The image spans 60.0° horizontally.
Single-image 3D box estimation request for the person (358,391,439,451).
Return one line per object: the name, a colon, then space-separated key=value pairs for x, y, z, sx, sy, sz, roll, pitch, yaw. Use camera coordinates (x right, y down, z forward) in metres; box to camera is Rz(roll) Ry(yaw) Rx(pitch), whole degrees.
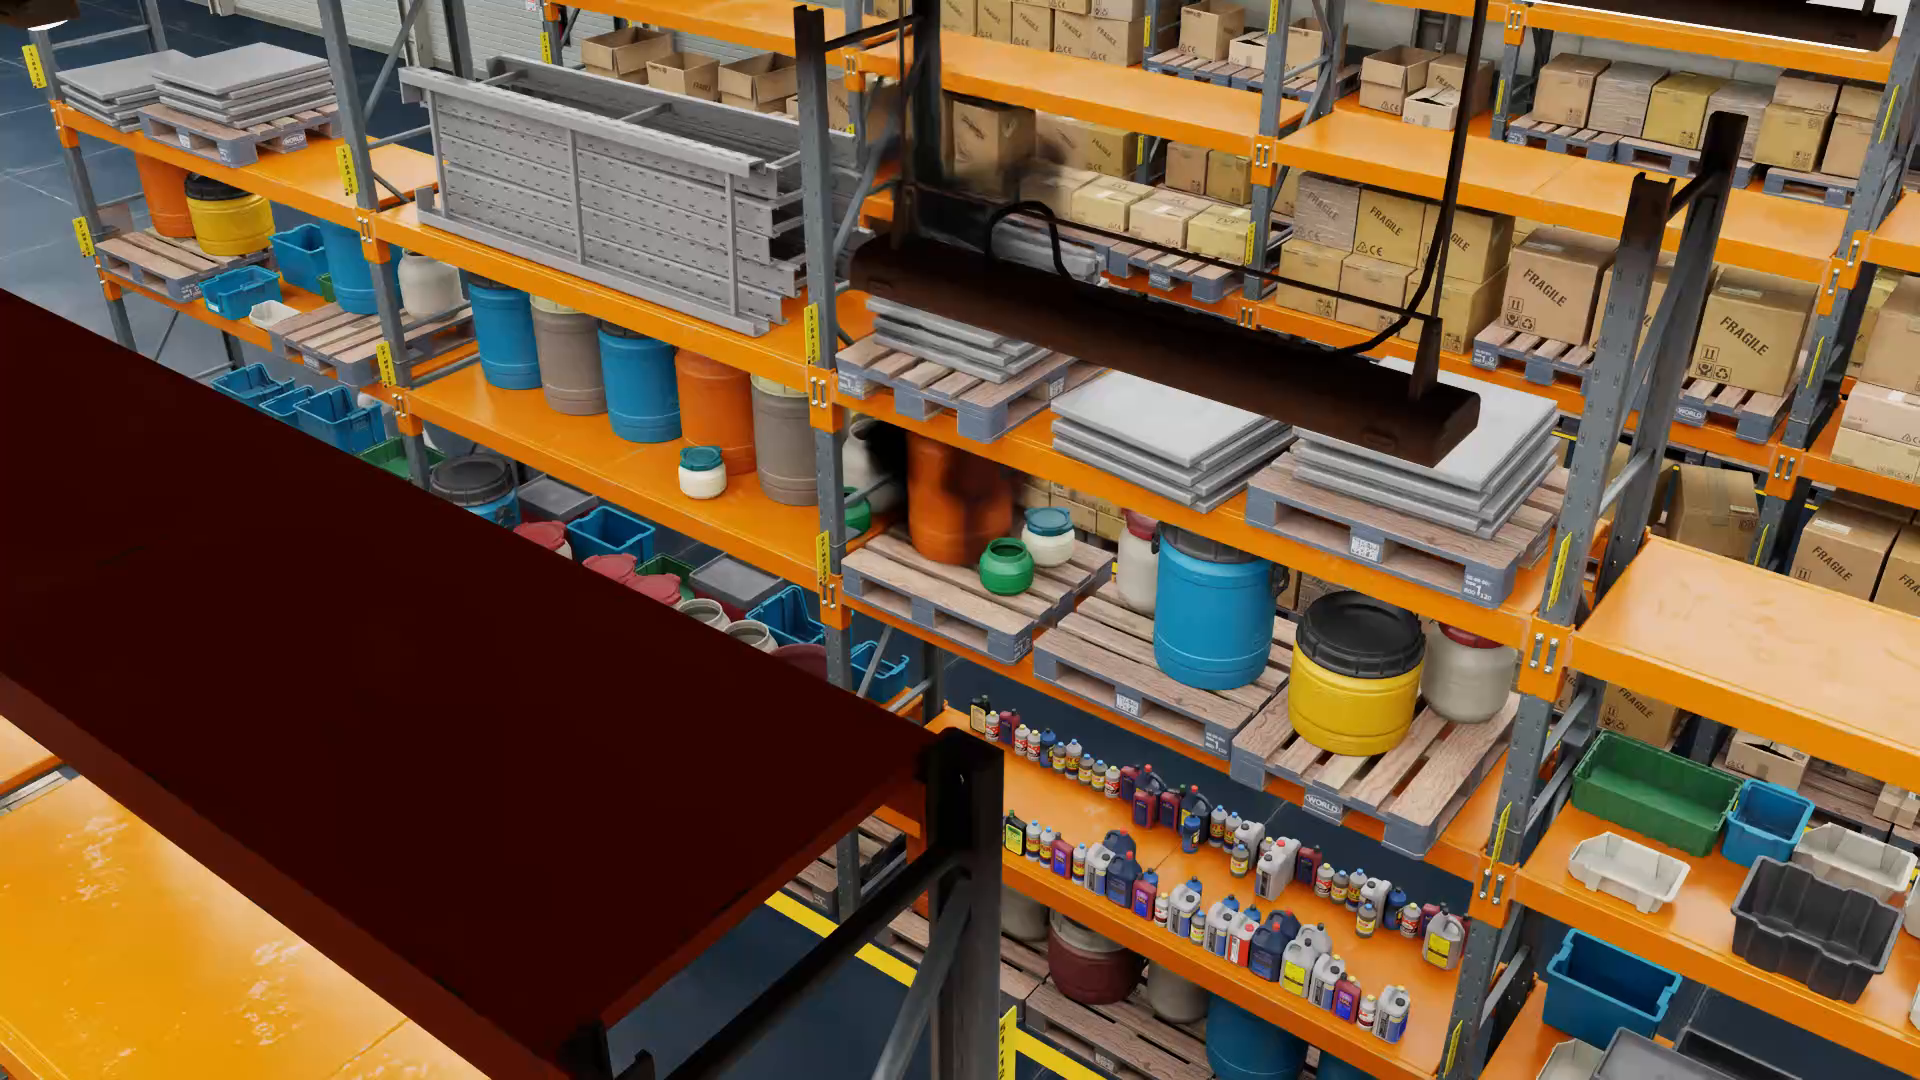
person: x=-5.462 y=-1.426 z=15.954 sx=0.875 sy=1.823 sz=0.726 roll=18 pitch=36 yaw=26
